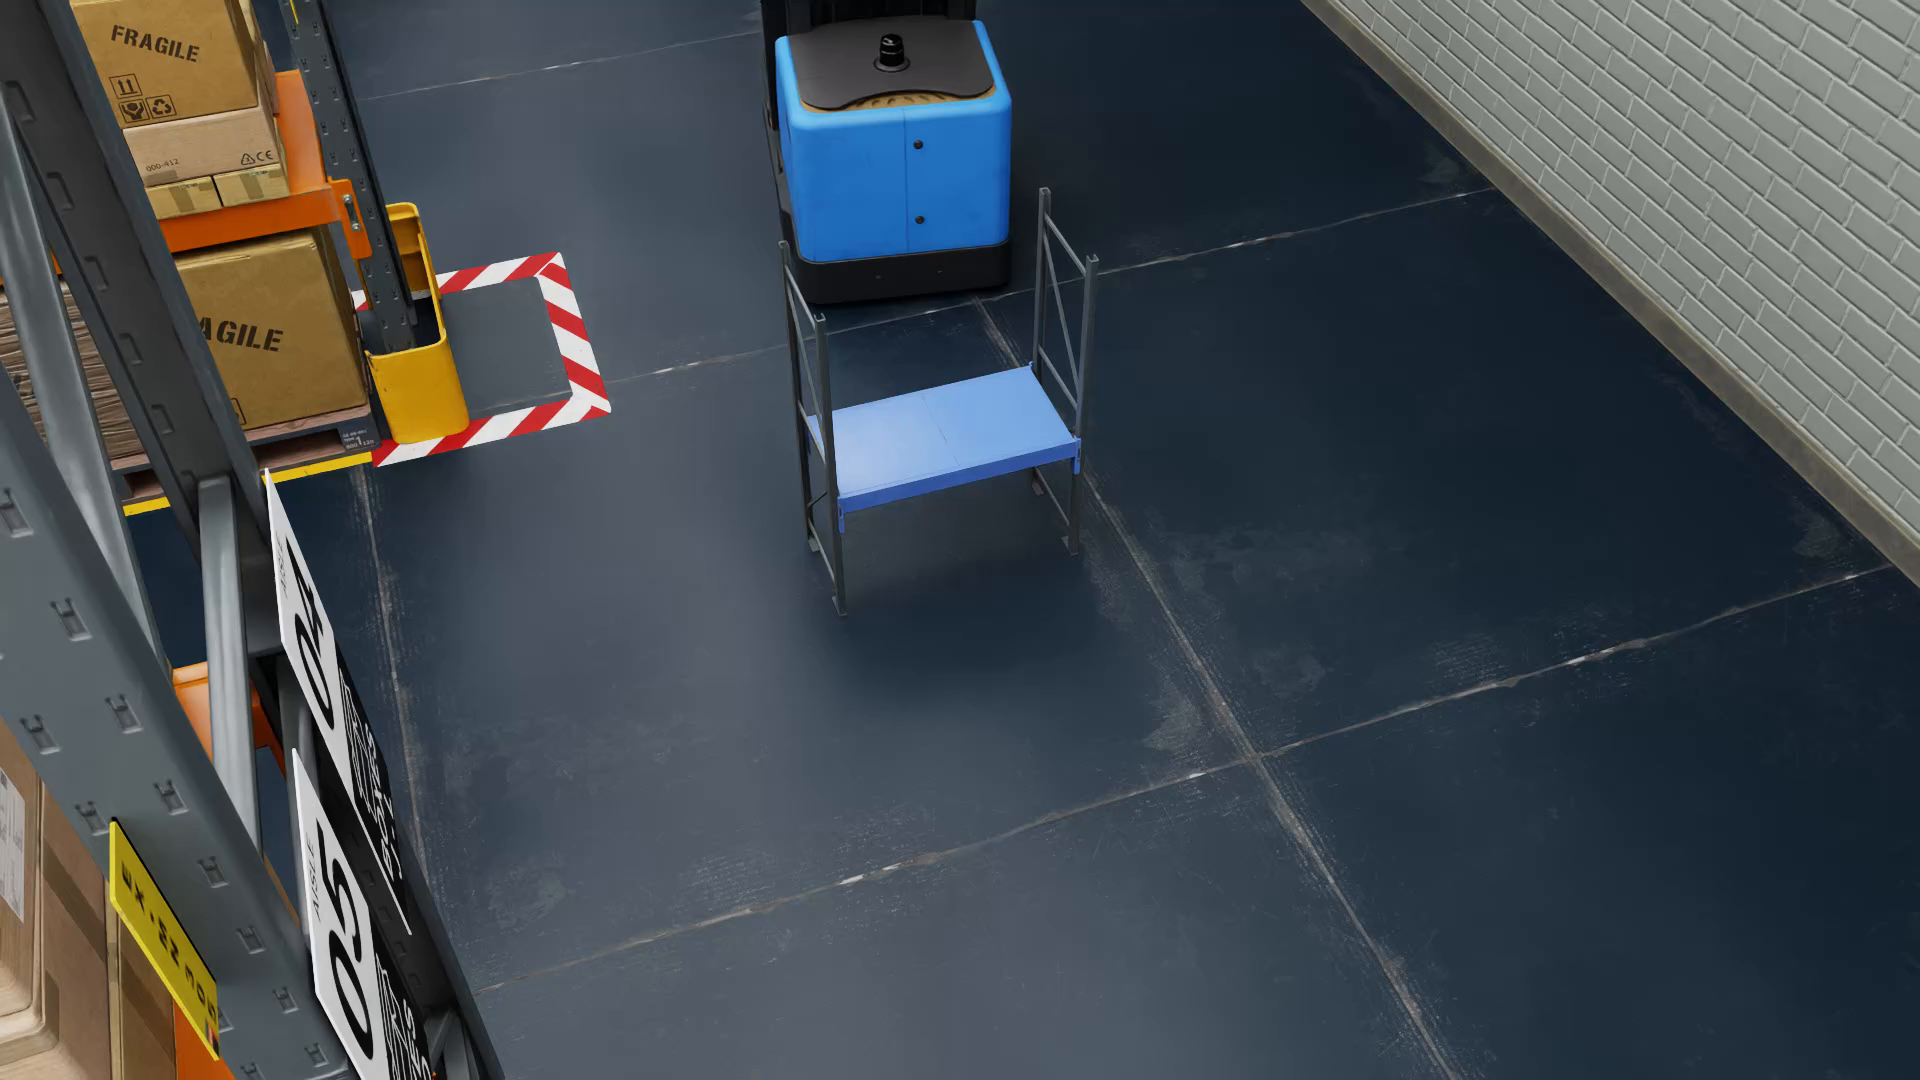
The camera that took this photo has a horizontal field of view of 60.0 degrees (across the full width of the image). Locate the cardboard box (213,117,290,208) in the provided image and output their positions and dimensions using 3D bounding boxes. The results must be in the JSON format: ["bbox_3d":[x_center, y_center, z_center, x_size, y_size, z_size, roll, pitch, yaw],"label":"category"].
[{"bbox_3d":[-2.824,-1.506,6.620,0.250,0.149,0.380,-14,47,-13],"label":"cardboard box"}]

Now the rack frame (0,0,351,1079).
[{"bbox_3d":[-1.012,-0.689,1.393,0.127,3.000,1.000,-14,47,-14],"label":"rack frame"}]

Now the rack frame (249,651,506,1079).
[{"bbox_3d":[-1.012,1.429,3.517,0.127,3.000,1.000,-14,47,-14],"label":"rack frame"}]

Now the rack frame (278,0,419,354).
[{"bbox_3d":[-2.601,-1.900,6.835,0.127,3.000,1.000,-14,47,-14],"label":"rack frame"}]

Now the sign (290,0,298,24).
[{"bbox_3d":[-2.430,-2.027,5.977,0.005,0.325,0.100,-14,47,-14],"label":"sign"}]

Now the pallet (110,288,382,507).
[{"bbox_3d":[-3.327,-0.671,7.579,1.213,0.211,1.003,-14,47,-14],"label":"pallet"}]

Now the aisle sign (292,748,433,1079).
[{"bbox_3d":[-0.842,0.693,2.415,0.004,0.787,0.394,-14,47,-14],"label":"aisle sign"}]

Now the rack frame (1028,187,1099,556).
[{"bbox_3d":[0.398,-0.631,6.629,0.032,1.500,0.500,-14,47,-14],"label":"rack frame"}]

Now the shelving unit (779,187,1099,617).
[{"bbox_3d":[-0.080,-0.509,6.508,1.048,1.500,0.538,-14,47,-14],"label":"shelving unit"}]

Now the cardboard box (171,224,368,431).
[{"bbox_3d":[-3.176,-1.091,7.232,0.875,0.875,0.875,-14,47,-14],"label":"cardboard box"}]

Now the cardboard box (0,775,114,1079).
[{"bbox_3d":[-1.359,0.527,2.052,0.500,0.250,0.500,-16,47,-15],"label":"cardboard box"}]

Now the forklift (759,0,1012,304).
[{"bbox_3d":[-0.504,-3.241,8.220,1.130,2.935,3.031,-7,46,-7],"label":"forklift"}]

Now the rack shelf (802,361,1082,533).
[{"bbox_3d":[-0.080,-0.382,6.635,1.000,0.185,0.538,-14,47,-14],"label":"rack shelf"}]

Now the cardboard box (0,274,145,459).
[{"bbox_3d":[-4.032,-0.872,7.014,0.875,0.875,0.875,-14,47,-14],"label":"cardboard box"}]

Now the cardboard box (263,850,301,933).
[{"bbox_3d":[-1.525,0.867,3.091,0.500,0.500,0.500,-15,47,-14],"label":"cardboard box"}]

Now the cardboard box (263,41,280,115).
[{"bbox_3d":[-3.047,-1.946,7.058,0.250,0.149,0.380,-14,47,-13],"label":"cardboard box"}]

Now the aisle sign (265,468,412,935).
[{"bbox_3d":[-1.045,0.294,2.813,0.004,0.787,0.394,-14,47,-14],"label":"aisle sign"}]

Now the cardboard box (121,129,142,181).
[{"bbox_3d":[-3.444,-1.537,6.369,0.500,0.250,0.500,-15,47,-15],"label":"cardboard box"}]

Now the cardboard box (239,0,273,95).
[{"bbox_3d":[-3.144,-2.016,6.847,0.500,0.250,0.500,-16,47,-15],"label":"cardboard box"}]

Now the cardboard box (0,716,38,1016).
[{"bbox_3d":[-1.225,0.381,1.915,0.250,0.149,0.380,-15,47,-14],"label":"cardboard box"}]

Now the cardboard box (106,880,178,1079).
[{"bbox_3d":[-1.350,0.709,2.223,0.500,0.250,0.500,-15,47,-15],"label":"cardboard box"}]

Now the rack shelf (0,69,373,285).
[{"bbox_3d":[-4.482,-1.165,6.610,4.000,0.370,1.077,-14,47,-14],"label":"rack shelf"}]

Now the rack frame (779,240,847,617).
[{"bbox_3d":[-0.558,-0.387,6.386,0.032,1.500,0.500,-14,47,-14],"label":"rack frame"}]

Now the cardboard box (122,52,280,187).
[{"bbox_3d":[-2.967,-1.659,6.490,0.500,0.250,0.500,-15,47,-14],"label":"cardboard box"}]

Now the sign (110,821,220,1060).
[{"bbox_3d":[-0.843,0.432,1.768,0.005,0.325,0.100,-14,47,-14],"label":"sign"}]

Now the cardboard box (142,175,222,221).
[{"bbox_3d":[-3.068,-1.443,6.557,0.250,0.149,0.380,-14,47,-13],"label":"cardboard box"}]

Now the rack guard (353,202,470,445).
[{"bbox_3d":[-2.579,-1.023,7.726,0.348,0.500,1.175,-14,47,-14],"label":"rack guard"}]

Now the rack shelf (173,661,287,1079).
[{"bbox_3d":[-2.893,1.105,2.230,4.000,0.370,1.077,-14,47,-14],"label":"rack shelf"}]

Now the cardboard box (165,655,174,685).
[{"bbox_3d":[-1.521,0.361,2.570,0.500,0.250,0.500,-13,46,-12],"label":"cardboard box"}]

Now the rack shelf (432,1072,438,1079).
[{"bbox_3d":[-2.893,2.164,3.293,4.000,0.370,1.077,-14,47,-14],"label":"rack shelf"}]

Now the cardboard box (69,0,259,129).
[{"bbox_3d":[-2.970,-1.924,6.226,0.500,0.500,0.500,-14,47,-13],"label":"cardboard box"}]
